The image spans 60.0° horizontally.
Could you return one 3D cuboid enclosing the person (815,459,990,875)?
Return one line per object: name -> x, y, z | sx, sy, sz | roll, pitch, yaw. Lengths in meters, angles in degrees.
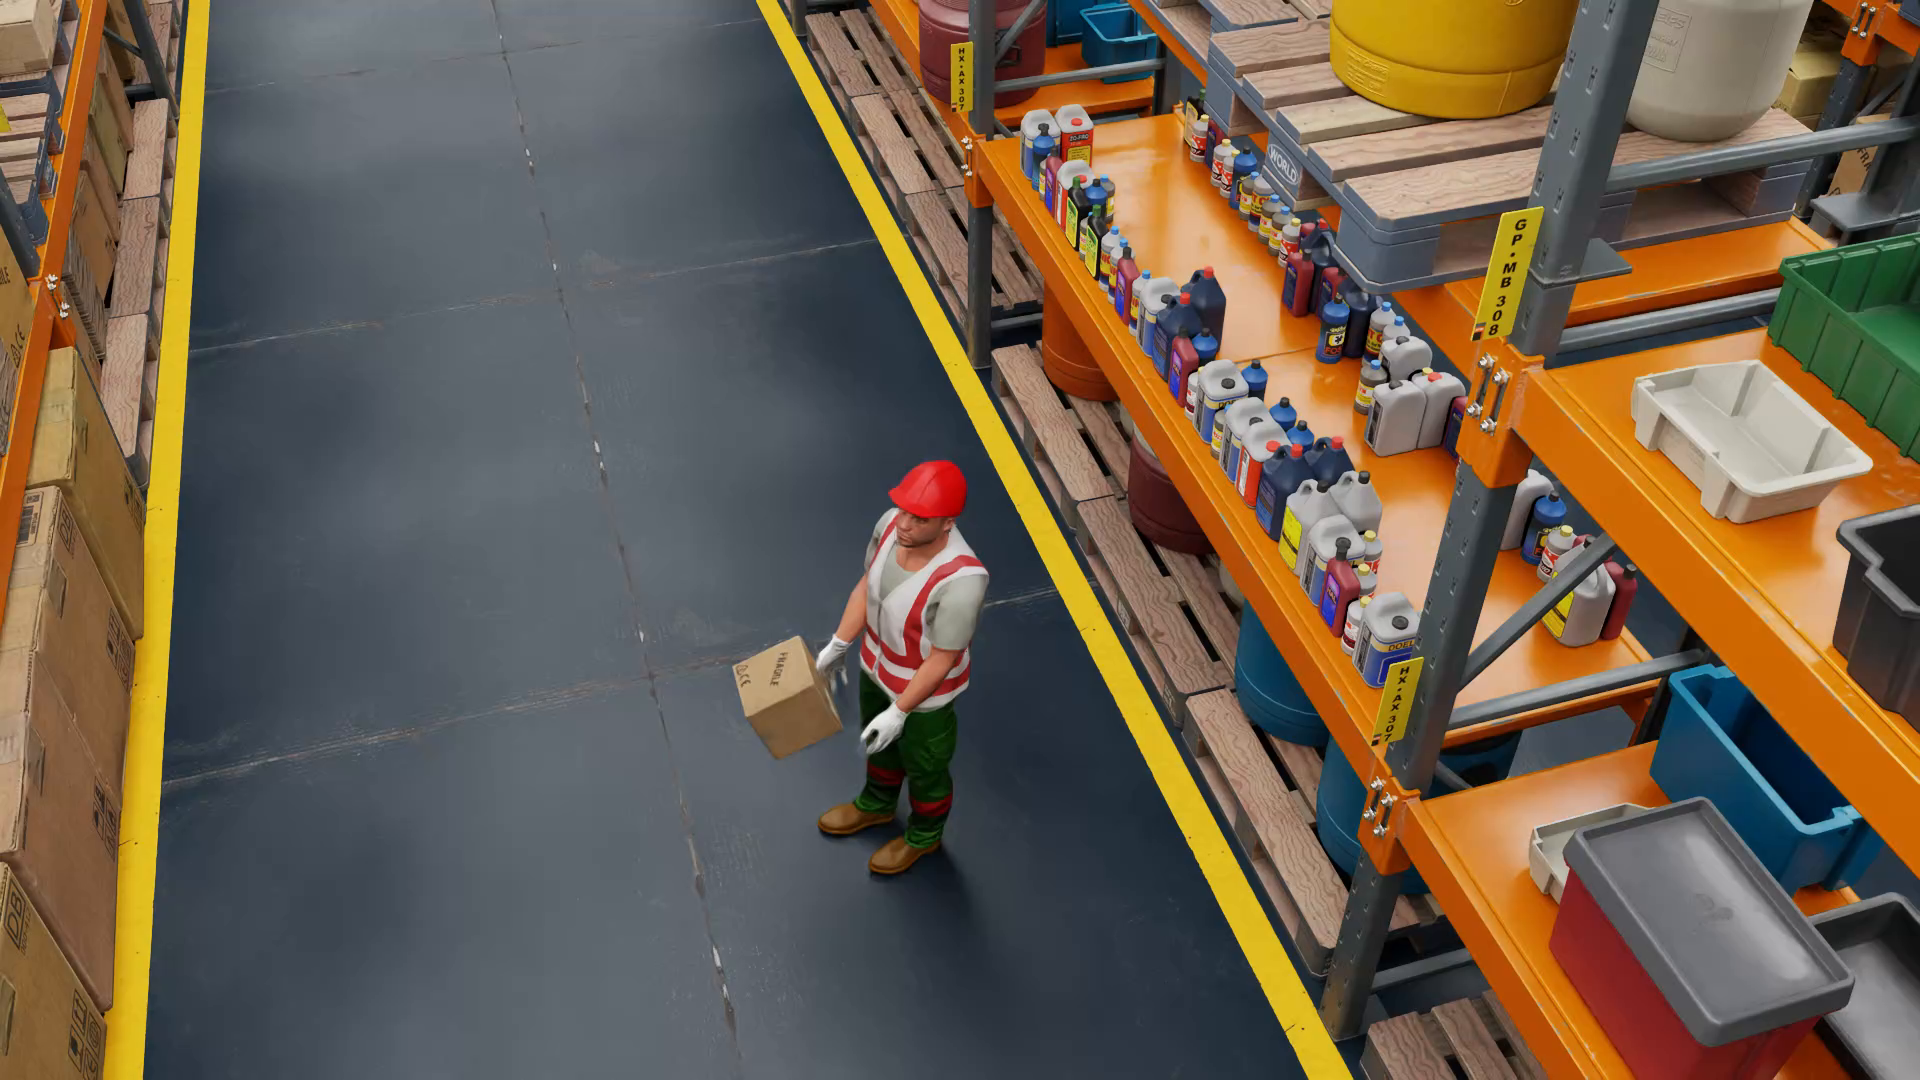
person -> -0.212, 0.470, 5.607 | 0.498, 1.794, 0.561 | -25, 47, -25
